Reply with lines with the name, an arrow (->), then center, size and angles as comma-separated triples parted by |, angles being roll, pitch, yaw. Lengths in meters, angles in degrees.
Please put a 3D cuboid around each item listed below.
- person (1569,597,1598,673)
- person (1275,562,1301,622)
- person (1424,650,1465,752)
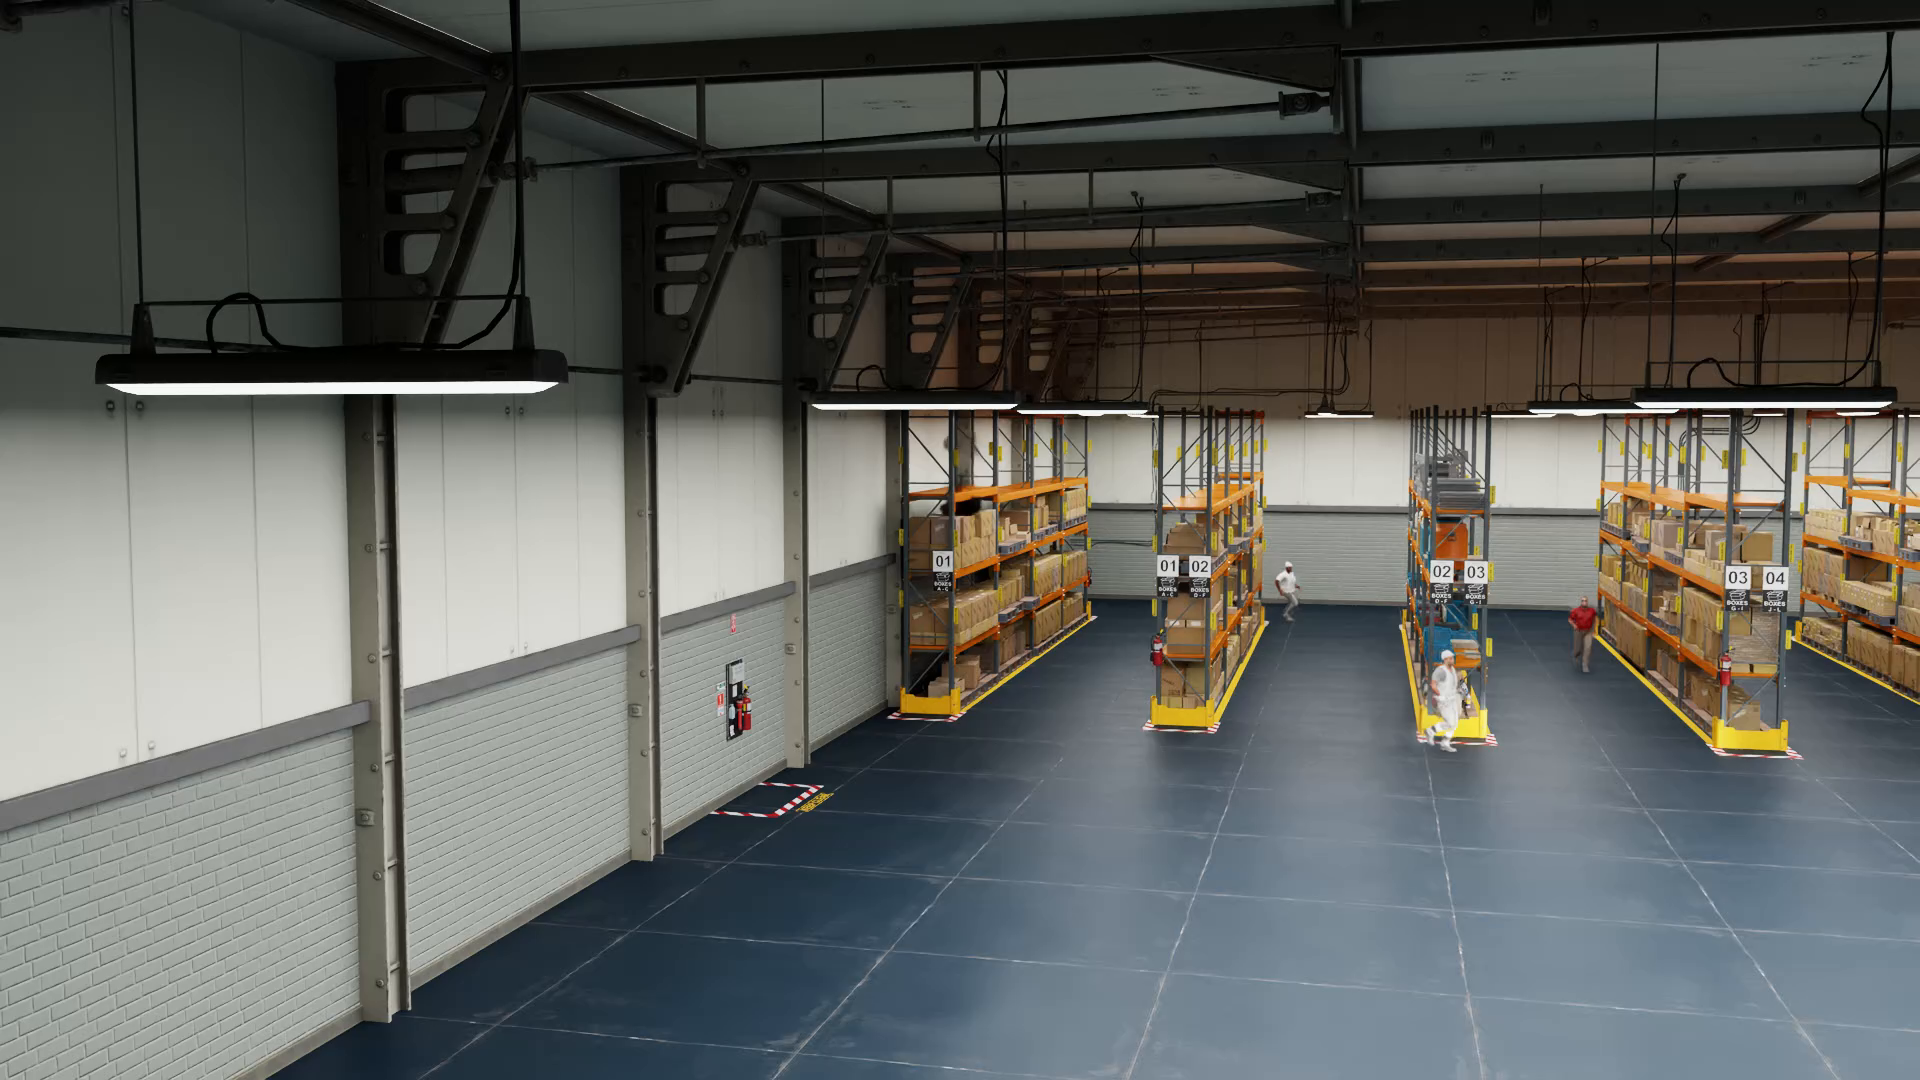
person -> 14.288, 2.140, 38.140 | 0.652, 1.709, 0.893 | 1, 4, 11
person -> 9.328, 1.477, 47.175 | 0.585, 1.728, 0.767 | 3, 5, 40
person -> 8.406, 2.781, 28.880 | 0.593, 1.756, 0.678 | 4, 6, 44
